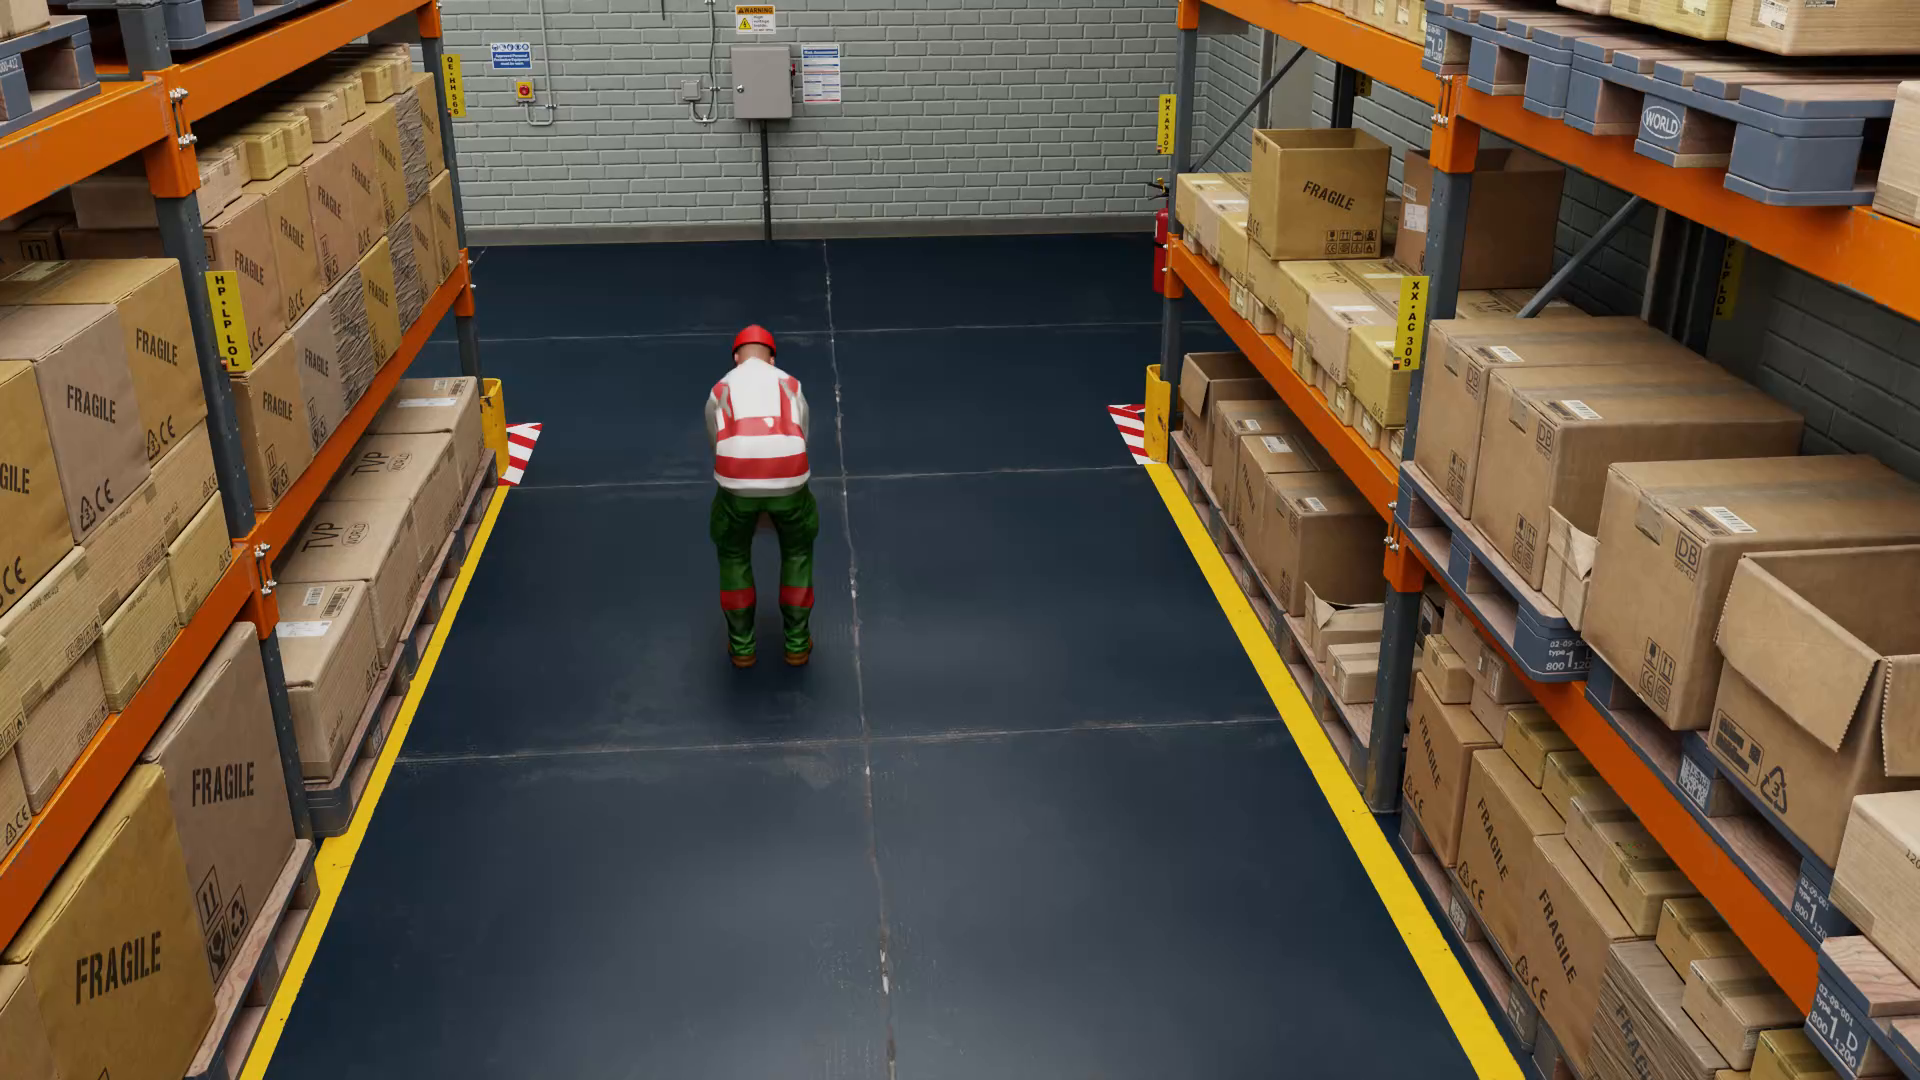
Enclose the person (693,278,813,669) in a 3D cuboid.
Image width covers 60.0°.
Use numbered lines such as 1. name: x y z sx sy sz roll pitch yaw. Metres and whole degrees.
1. person: -0.886 -0.317 7.307 0.493 1.781 0.573 -2 24 -5
